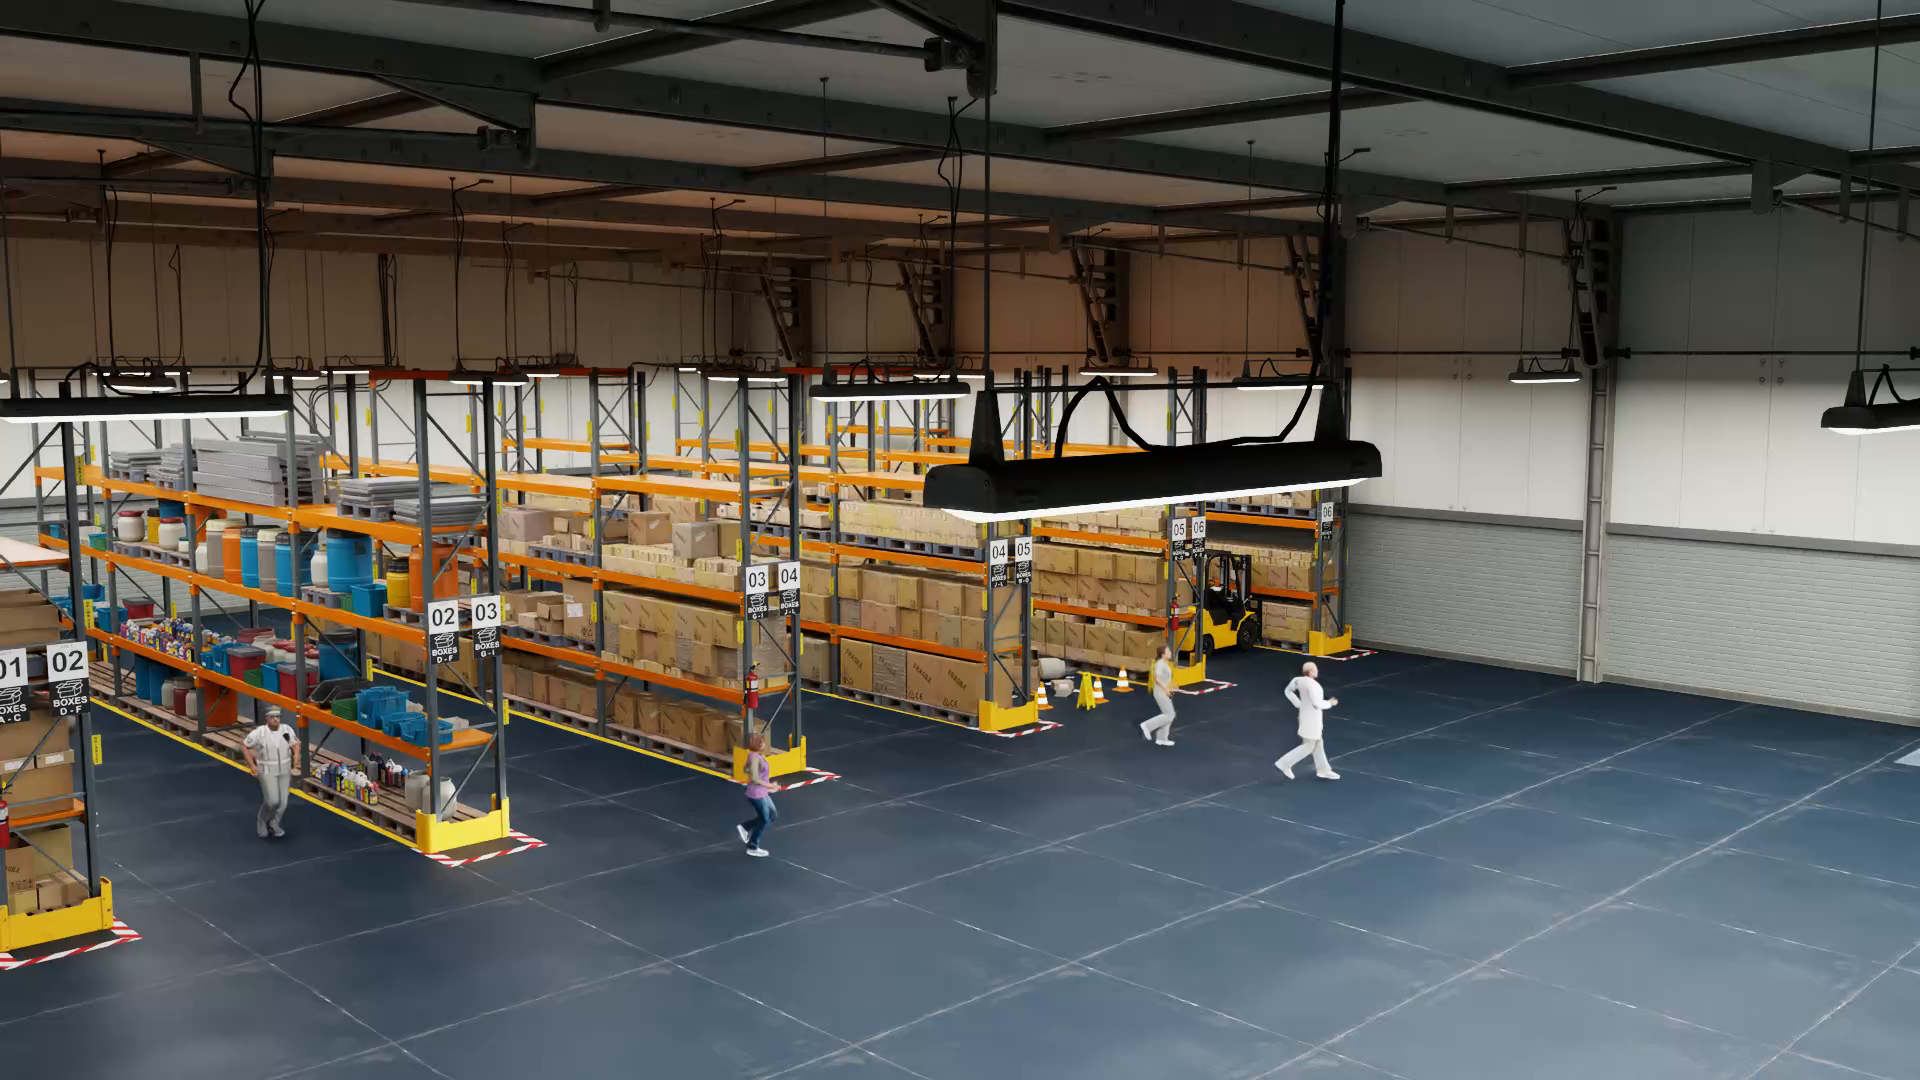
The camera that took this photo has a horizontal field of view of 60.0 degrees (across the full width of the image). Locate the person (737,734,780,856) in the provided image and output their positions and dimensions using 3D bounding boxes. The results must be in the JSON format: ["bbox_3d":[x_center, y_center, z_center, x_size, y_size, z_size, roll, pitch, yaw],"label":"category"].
[{"bbox_3d":[-2.531,3.210,20.925,0.537,1.560,0.537,-1,6,-7],"label":"person"}]

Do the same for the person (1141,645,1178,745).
[{"bbox_3d":[3.228,2.501,26.875,0.611,1.640,0.561,0,6,4],"label":"person"}]

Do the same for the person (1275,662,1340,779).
[{"bbox_3d":[5.129,2.769,24.455,1.049,1.588,0.710,-1,7,-9],"label":"person"}]

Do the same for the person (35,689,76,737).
[{"bbox_3d":[-14.052,2.569,25.890,0.604,1.685,0.645,5,8,37],"label":"person"}]

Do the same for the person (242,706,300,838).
[{"bbox_3d":[-8.910,3.017,21.681,0.667,1.756,0.622,-6,9,-44],"label":"person"}]
